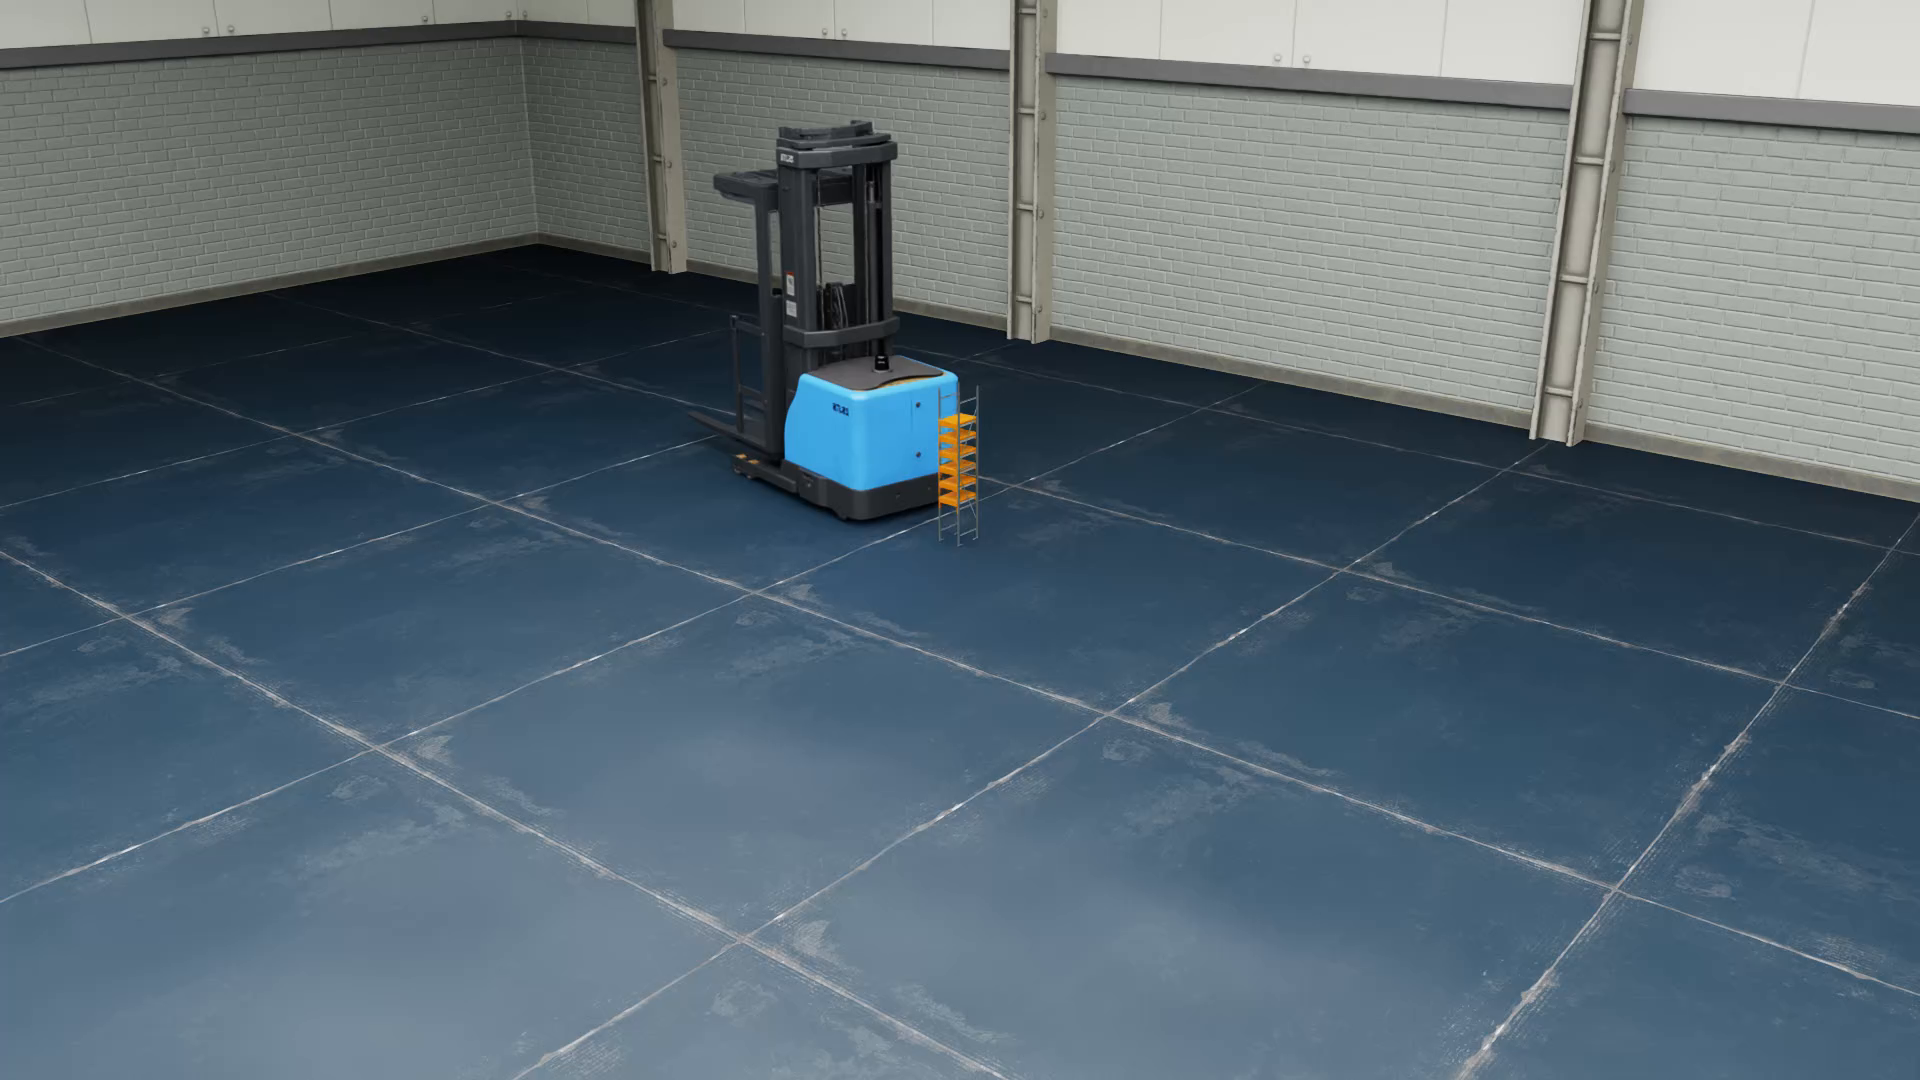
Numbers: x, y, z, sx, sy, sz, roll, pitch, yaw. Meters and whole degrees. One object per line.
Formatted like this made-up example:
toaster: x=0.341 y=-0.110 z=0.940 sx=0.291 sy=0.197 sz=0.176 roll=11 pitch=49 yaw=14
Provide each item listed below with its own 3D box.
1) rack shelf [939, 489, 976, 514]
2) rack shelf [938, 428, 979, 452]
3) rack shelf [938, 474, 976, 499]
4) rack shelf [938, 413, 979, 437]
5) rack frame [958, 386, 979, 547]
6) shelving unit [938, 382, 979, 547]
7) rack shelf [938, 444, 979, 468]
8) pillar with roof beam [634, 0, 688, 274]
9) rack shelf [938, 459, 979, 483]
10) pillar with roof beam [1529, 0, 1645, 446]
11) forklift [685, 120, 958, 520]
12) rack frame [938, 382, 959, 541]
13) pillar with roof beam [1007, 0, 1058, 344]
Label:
rack shelf: x=-0.011 y=-0.298 z=12.565 sx=0.180 sy=0.103 sz=0.258 roll=16 pitch=26 yaw=36
rack shelf: x=-0.011 y=-0.748 z=12.396 sx=0.180 sy=0.103 sz=0.258 roll=16 pitch=26 yaw=36
rack shelf: x=-0.011 y=-0.411 z=12.523 sx=0.180 sy=0.103 sz=0.258 roll=16 pitch=26 yaw=36
rack shelf: x=-0.011 y=-0.860 z=12.354 sx=0.180 sy=0.103 sz=0.258 roll=16 pitch=26 yaw=36
rack frame: x=0.060 y=-0.544 z=12.411 sx=0.006 sy=1.200 sz=0.240 roll=16 pitch=26 yaw=36
shelving unit: x=-0.011 y=-0.565 z=12.465 sx=0.189 sy=1.200 sz=0.258 roll=16 pitch=26 yaw=36
rack shelf: x=-0.011 y=-0.635 z=12.438 sx=0.180 sy=0.103 sz=0.258 roll=16 pitch=26 yaw=36
pillar with roof beam: x=-6.597 y=-6.634 z=17.506 sx=0.400 sy=9.000 sz=9.100 roll=16 pitch=26 yaw=36
rack shelf: x=-0.011 y=-0.523 z=12.481 sx=0.180 sy=0.103 sz=0.258 roll=16 pitch=26 yaw=36
pillar with roof beam: x=2.700 y=-3.956 z=10.406 sx=0.400 sy=9.000 sz=9.100 roll=16 pitch=26 yaw=36
forklift: x=-1.302 y=-1.978 z=13.759 sx=1.130 sy=2.935 sz=3.031 roll=-15 pitch=26 yaw=-35
rack frame: x=-0.082 y=-0.585 z=12.519 sx=0.006 sy=1.200 sz=0.240 roll=16 pitch=26 yaw=36
pillar with roof beam: x=-1.949 y=-5.295 z=13.956 sx=0.400 sy=9.000 sz=9.100 roll=16 pitch=26 yaw=36
